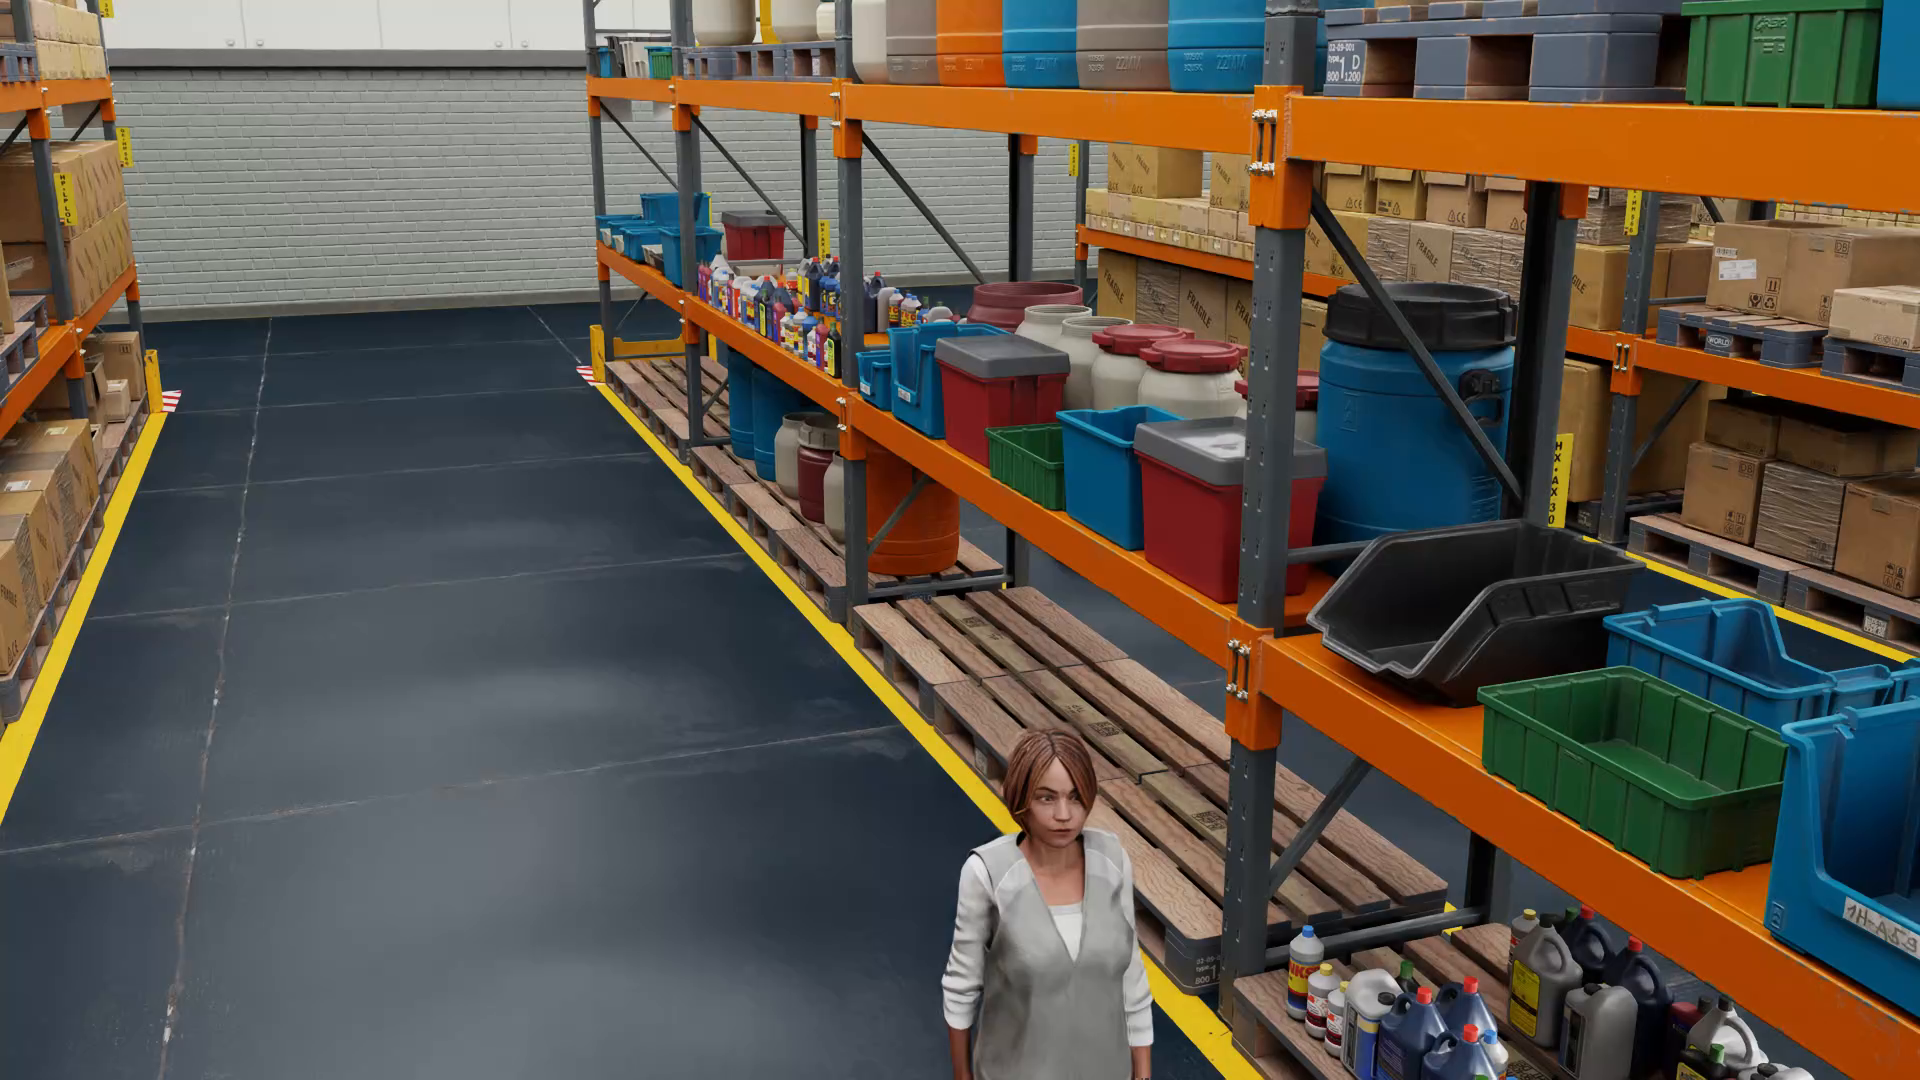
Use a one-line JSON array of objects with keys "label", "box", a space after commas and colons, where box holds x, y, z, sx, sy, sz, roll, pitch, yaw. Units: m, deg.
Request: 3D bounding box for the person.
[{"label": "person", "box": [0.197, 1.163, 3.452, 0.408, 1.609, 0.451, -6, 17, -20]}]
